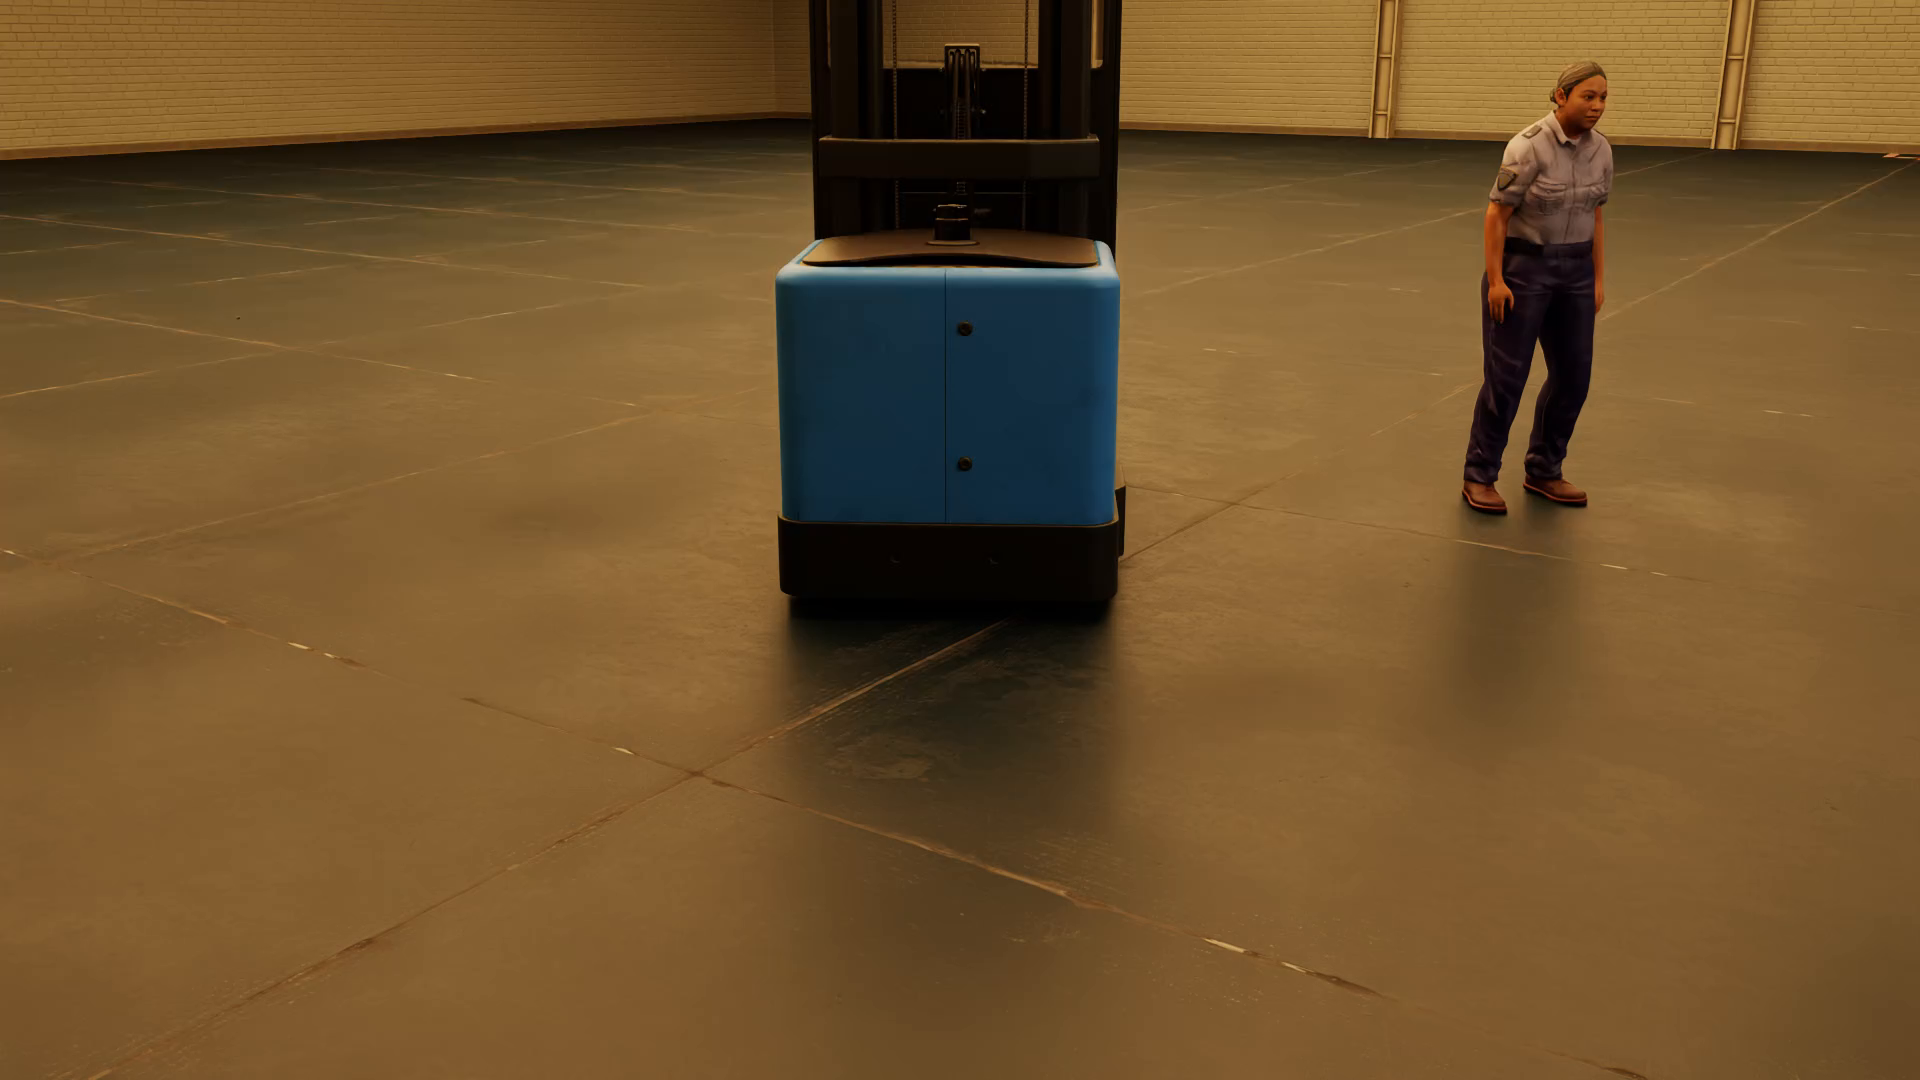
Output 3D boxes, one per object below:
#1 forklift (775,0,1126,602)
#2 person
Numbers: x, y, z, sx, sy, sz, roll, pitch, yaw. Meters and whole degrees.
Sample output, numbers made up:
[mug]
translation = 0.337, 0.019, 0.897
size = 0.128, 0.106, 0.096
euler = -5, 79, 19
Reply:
[forklift]
translation = 0.031, -1.584, 6.131
size = 1.130, 2.935, 3.031
euler = 1, 17, 3
[person]
translation = 2.190, -0.953, 6.266
size = 0.556, 1.646, 0.369
euler = -6, 18, -18
